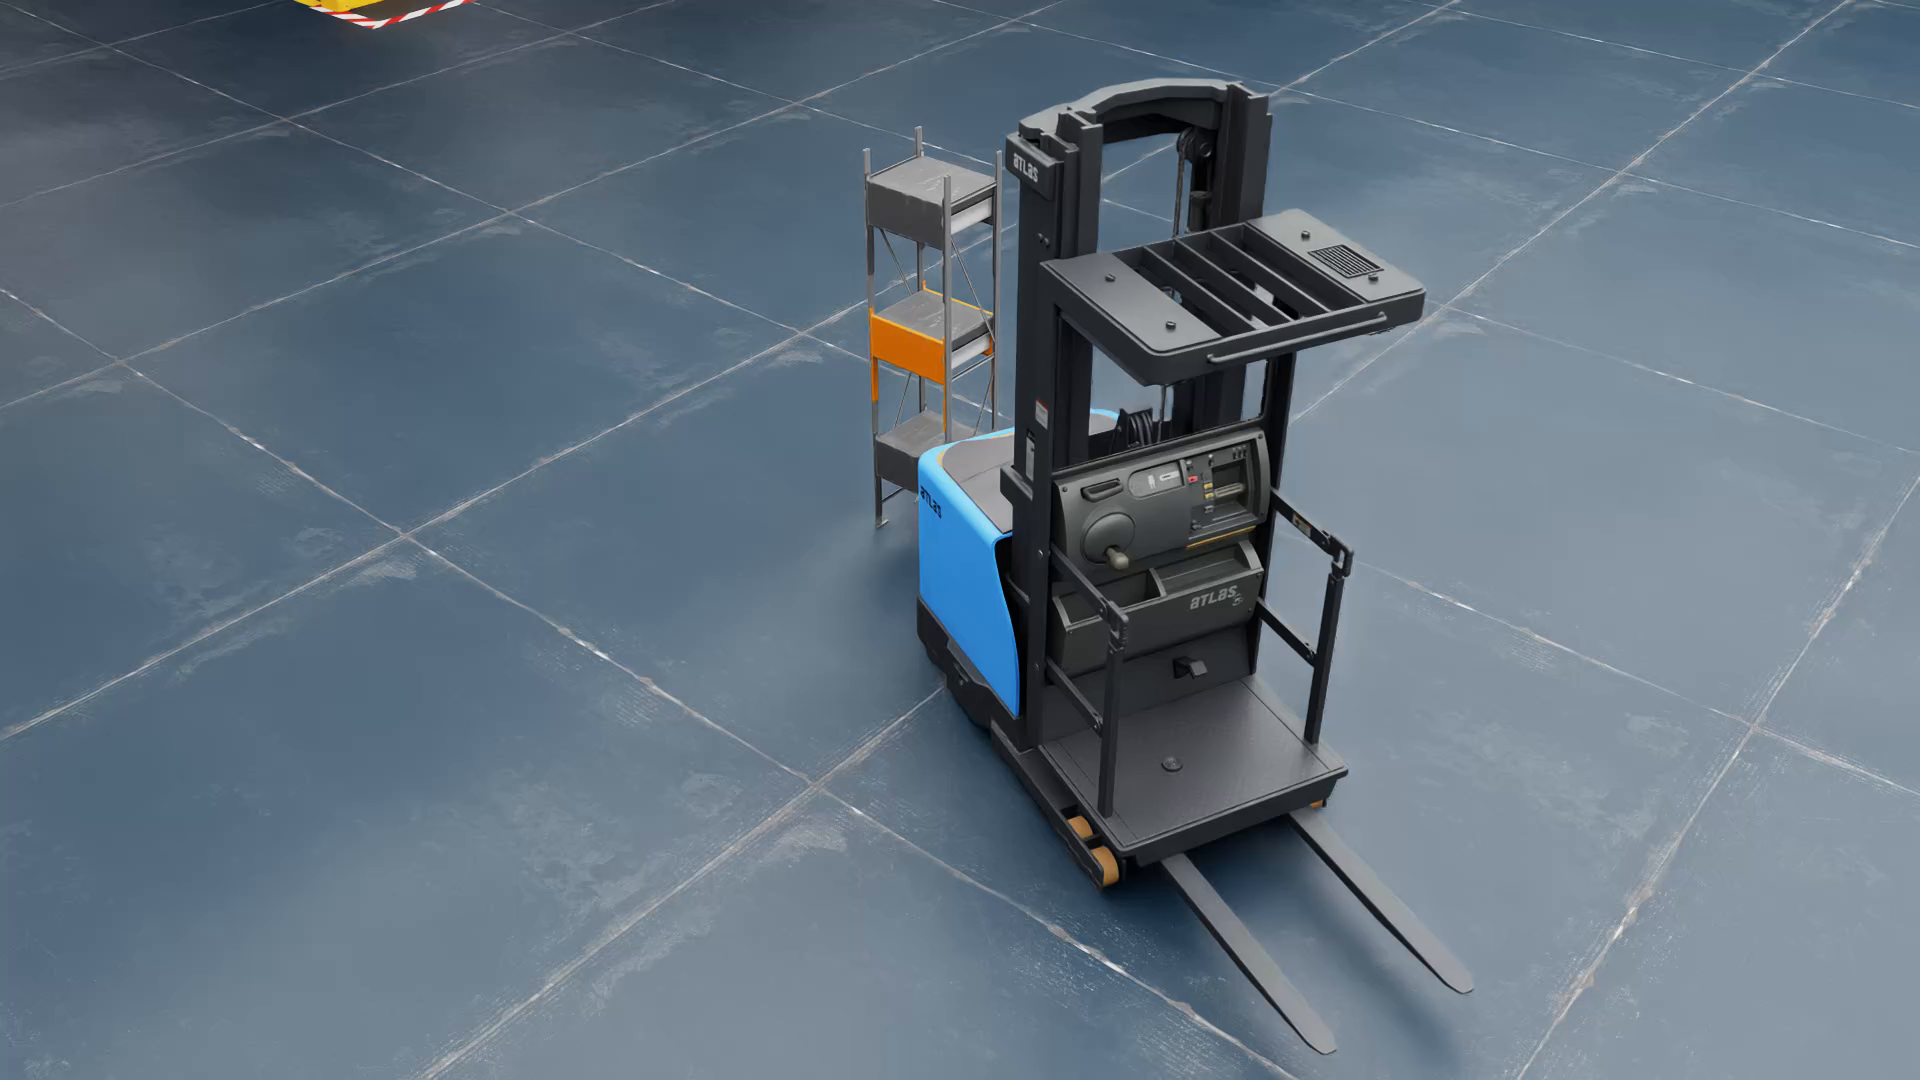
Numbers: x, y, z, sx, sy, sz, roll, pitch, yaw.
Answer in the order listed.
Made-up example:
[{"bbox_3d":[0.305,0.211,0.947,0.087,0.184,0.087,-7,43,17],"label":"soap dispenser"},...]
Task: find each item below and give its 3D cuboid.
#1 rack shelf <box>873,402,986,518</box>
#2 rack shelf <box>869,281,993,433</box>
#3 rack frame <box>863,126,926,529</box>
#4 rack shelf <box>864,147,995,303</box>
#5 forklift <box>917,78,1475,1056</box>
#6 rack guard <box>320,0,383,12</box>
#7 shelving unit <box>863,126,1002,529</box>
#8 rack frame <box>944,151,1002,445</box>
[{"bbox_3d":[-0.127,-0.337,8.647,0.480,0.518,0.431,25,42,32],"label":"rack shelf"},{"bbox_3d":[-0.127,-0.914,8.251,0.480,0.518,0.431,25,42,32],"label":"rack shelf"},{"bbox_3d":[-0.315,-1.014,8.372,0.015,2.100,0.400,25,42,32],"label":"rack frame"},{"bbox_3d":[-0.127,-1.491,7.854,0.480,0.518,0.431,25,42,32],"label":"rack shelf"},{"bbox_3d":[0.895,-0.093,6.296,1.130,2.935,3.031,-15,37,-21],"label":"forklift"},{"bbox_3d":[-5.830,-5.676,16.573,0.348,0.500,1.175,25,42,32],"label":"rack guard"},{"bbox_3d":[-0.127,-0.926,8.243,0.503,2.100,0.431,25,42,32],"label":"shelving unit"},{"bbox_3d":[0.060,-0.837,8.114,0.015,2.100,0.400,25,42,32],"label":"rack frame"}]
